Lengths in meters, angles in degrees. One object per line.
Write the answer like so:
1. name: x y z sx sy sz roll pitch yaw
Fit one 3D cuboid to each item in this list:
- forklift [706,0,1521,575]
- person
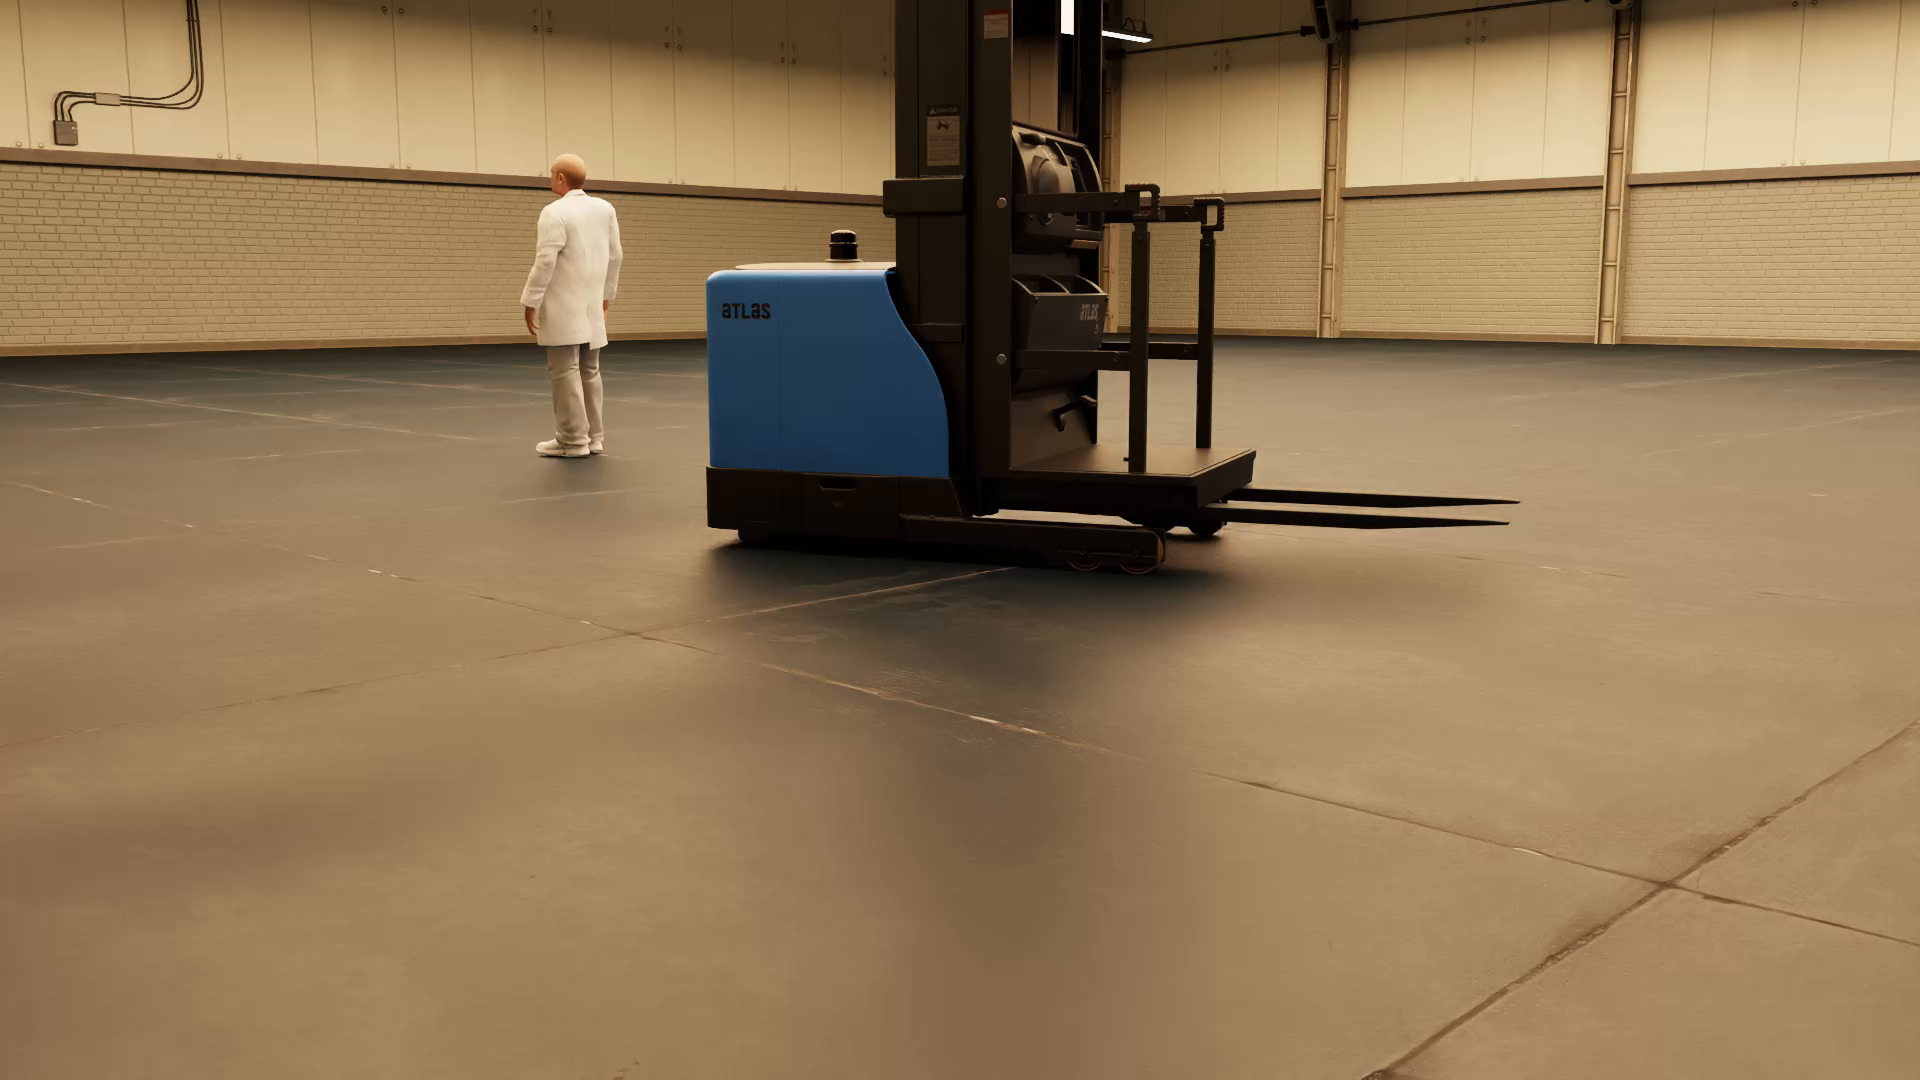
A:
1. forklift: 0.565 -1.416 6.275 3.031 2.935 1.130 3 9 22
2. person: -2.393 -1.396 9.973 0.582 1.776 0.695 6 10 34
